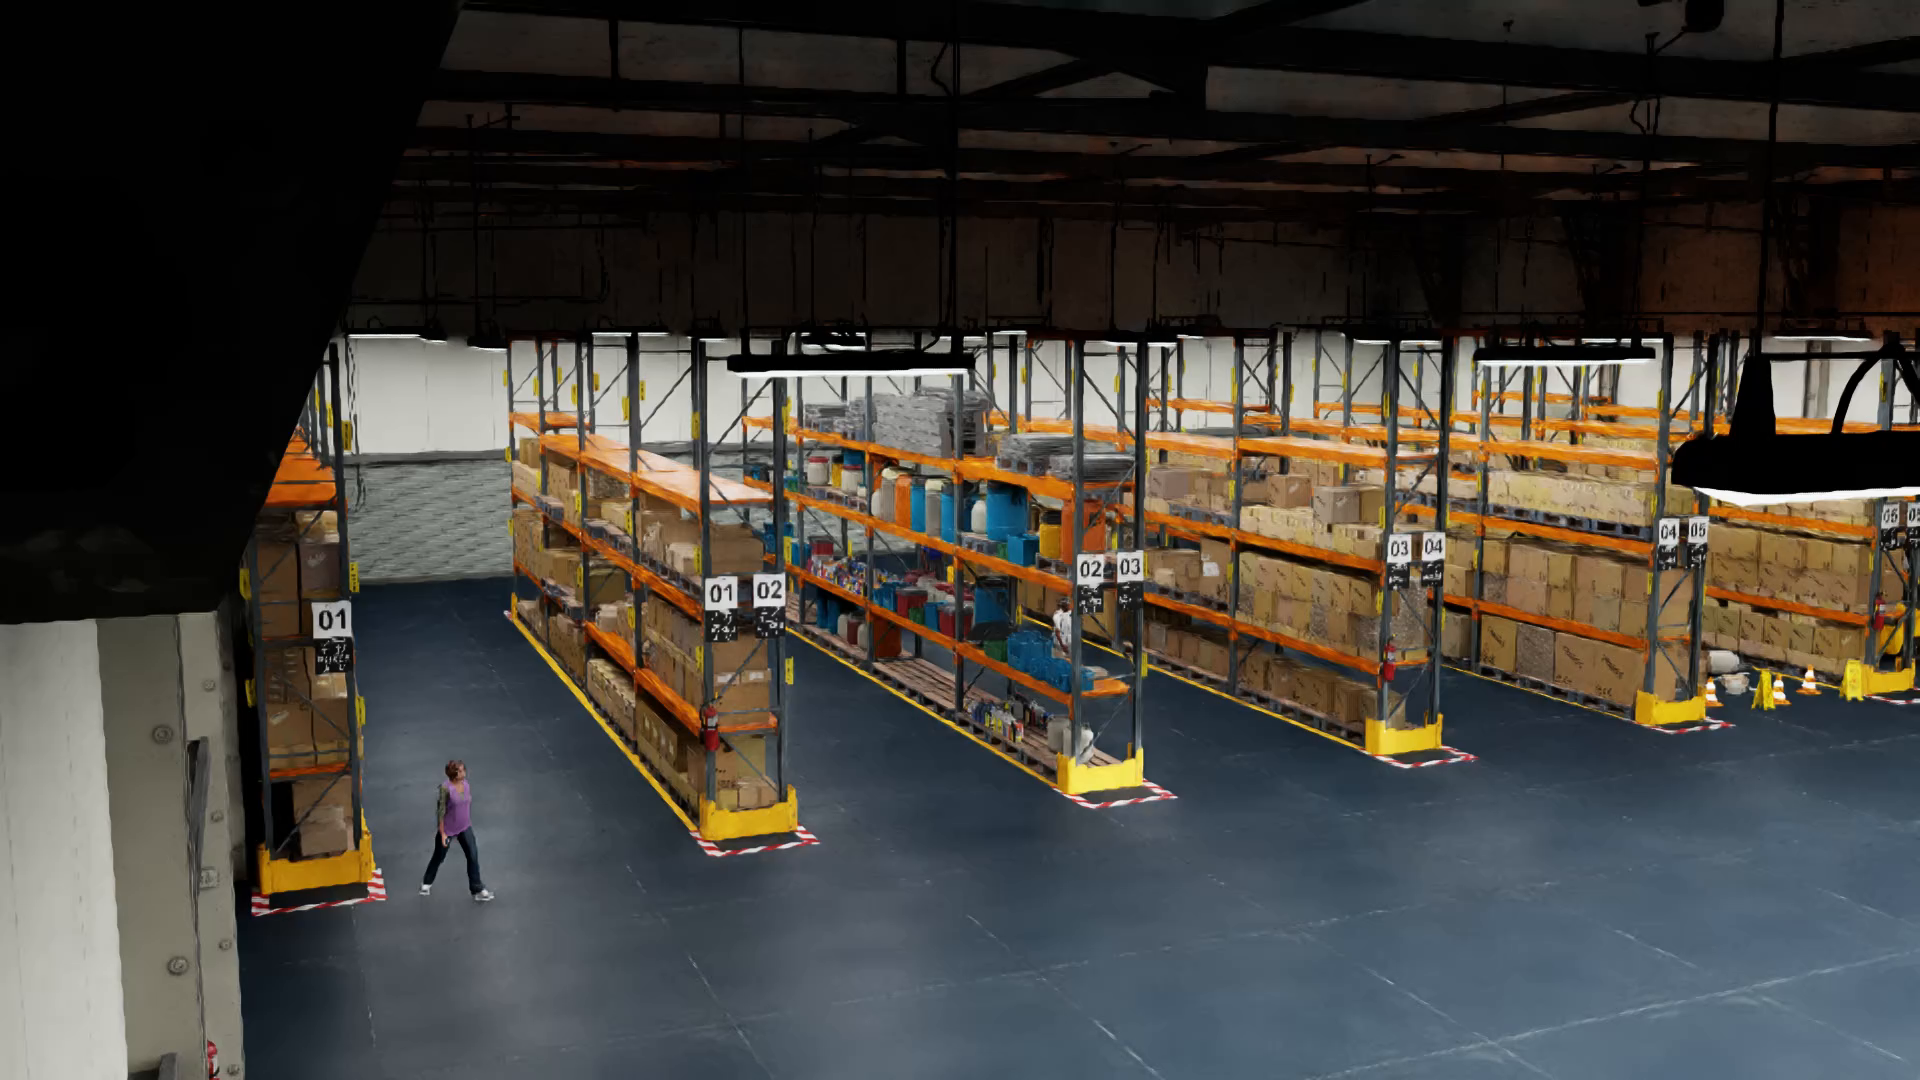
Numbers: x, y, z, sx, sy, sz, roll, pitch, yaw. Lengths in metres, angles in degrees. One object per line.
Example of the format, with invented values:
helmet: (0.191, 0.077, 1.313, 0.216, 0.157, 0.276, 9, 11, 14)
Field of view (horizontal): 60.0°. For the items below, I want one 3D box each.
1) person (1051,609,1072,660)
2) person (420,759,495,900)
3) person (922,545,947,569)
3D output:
person: (1.749, 1.838, 28.016, 0.396, 1.368, 0.997, -5, 9, -31)
person: (-5.484, 3.137, 17.946, 0.855, 1.530, 0.484, 6, 10, 38)
person: (-0.577, 0.524, 36.949, 0.592, 1.604, 0.518, -4, 9, -25)
